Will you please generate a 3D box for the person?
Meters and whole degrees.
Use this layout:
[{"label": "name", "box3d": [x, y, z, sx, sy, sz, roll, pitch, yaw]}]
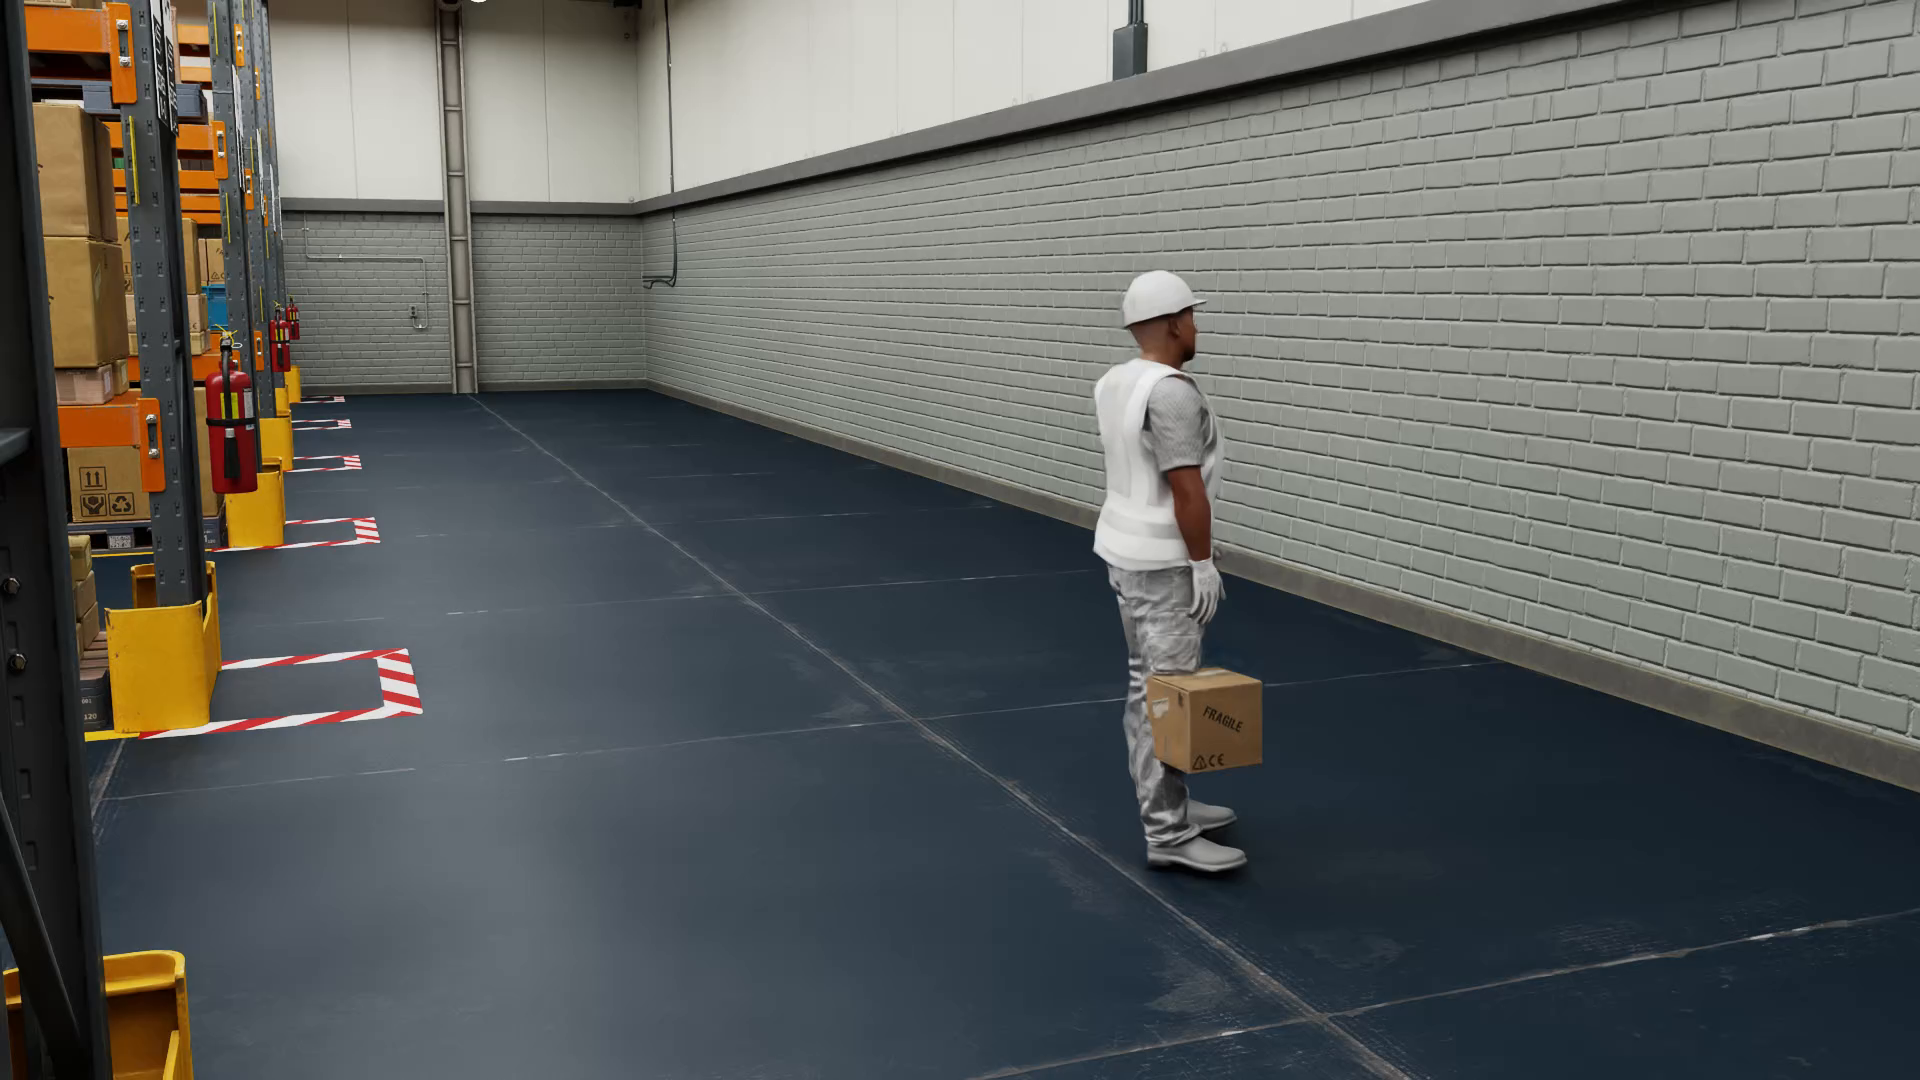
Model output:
[{"label": "person", "box3d": [0.653, -0.287, 5.082, 0.436, 1.061, 0.550, -2, 9, -12]}]
